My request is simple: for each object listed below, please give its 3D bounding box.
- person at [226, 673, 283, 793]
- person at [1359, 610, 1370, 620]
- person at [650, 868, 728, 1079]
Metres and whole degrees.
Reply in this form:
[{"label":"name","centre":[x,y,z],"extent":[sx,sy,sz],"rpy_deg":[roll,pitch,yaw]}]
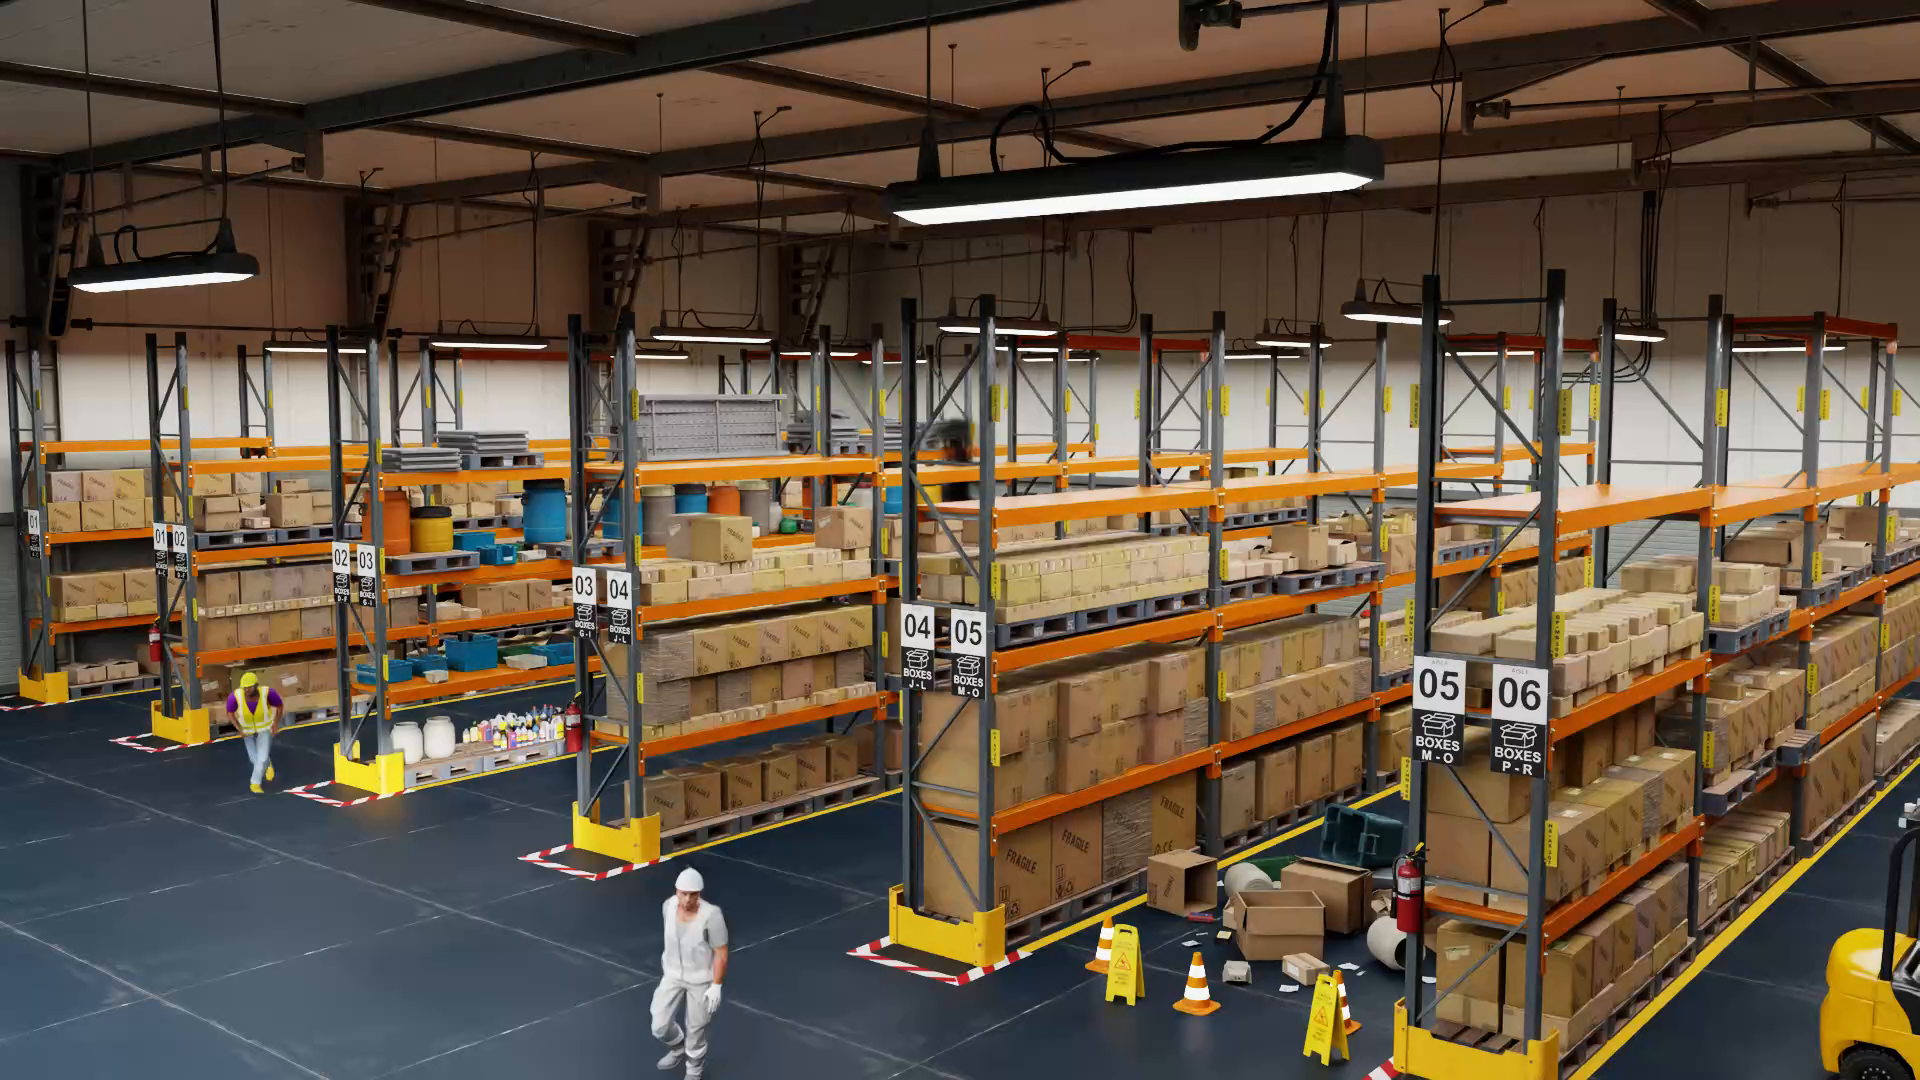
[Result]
[{"label":"person","centre":[-9.086,2.450,21.472],"extent":[0.676,1.585,0.988],"rpy_deg":[-1,5,-12]},{"label":"person","centre":[6.284,1.960,25.938],"extent":[0.646,1.743,0.603],"rpy_deg":[4,6,36]},{"label":"person","centre":[-1.979,3.206,12.180],"extent":[0.663,1.722,0.618],"rpy_deg":[1,5,16]}]
